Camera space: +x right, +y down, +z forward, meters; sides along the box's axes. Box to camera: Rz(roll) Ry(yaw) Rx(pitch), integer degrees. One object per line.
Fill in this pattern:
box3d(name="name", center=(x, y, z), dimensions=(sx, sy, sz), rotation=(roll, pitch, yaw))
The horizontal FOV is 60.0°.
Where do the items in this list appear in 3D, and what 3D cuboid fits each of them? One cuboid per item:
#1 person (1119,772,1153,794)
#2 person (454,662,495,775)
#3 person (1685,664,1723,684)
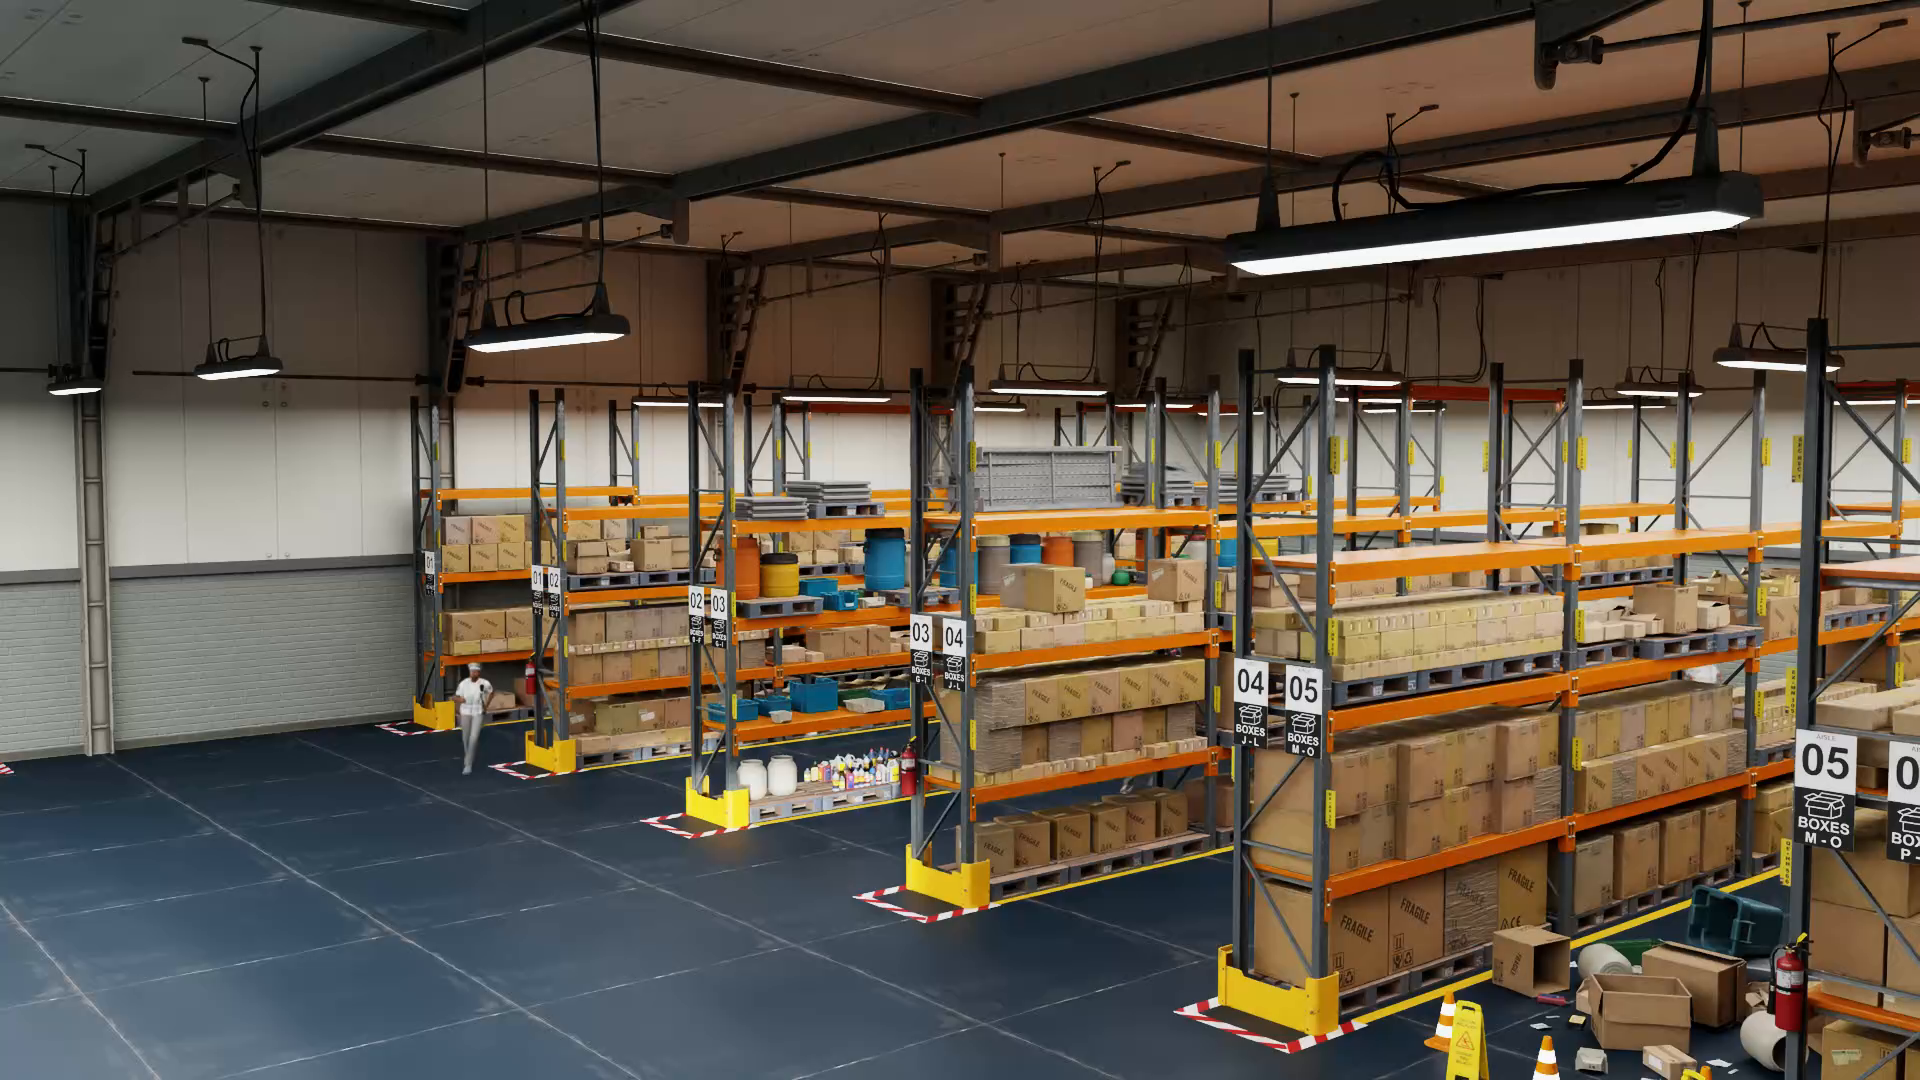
box3d(name="person", center=(2.650, 2.902, 24.525), dimensions=(0.789, 1.611, 0.538), rotation=(-3, 5, -45))
box3d(name="person", center=(-7.655, 2.774, 26.193), dimensions=(0.588, 1.735, 0.829), rotation=(0, 3, -4))
box3d(name="person", center=(13.191, 2.554, 29.430), dimensions=(0.666, 1.738, 0.606), rotation=(-1, 4, -23))
